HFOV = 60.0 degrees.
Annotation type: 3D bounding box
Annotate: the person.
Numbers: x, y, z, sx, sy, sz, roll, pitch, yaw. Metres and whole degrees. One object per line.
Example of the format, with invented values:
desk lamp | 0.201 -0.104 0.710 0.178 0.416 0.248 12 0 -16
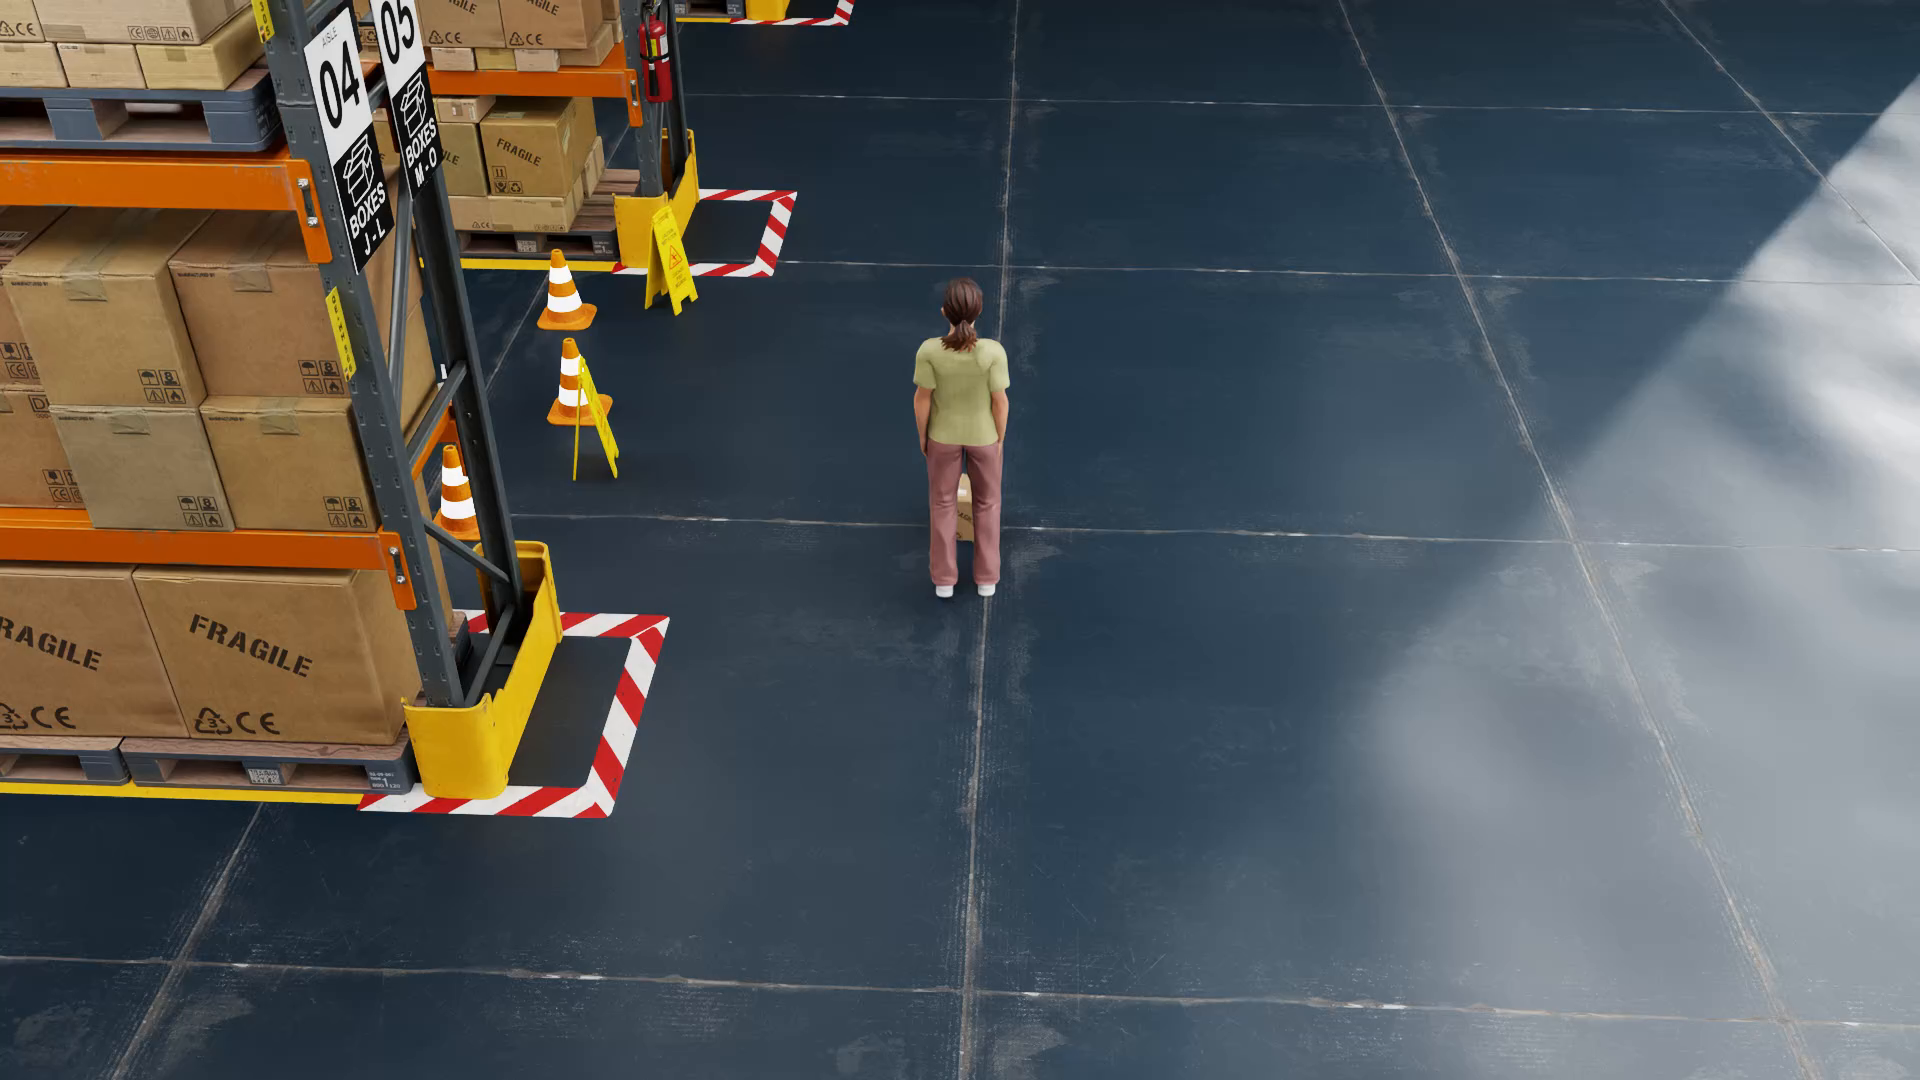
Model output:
person | 0.009 -0.465 7.769 0.439 1.668 0.370 2 36 3
